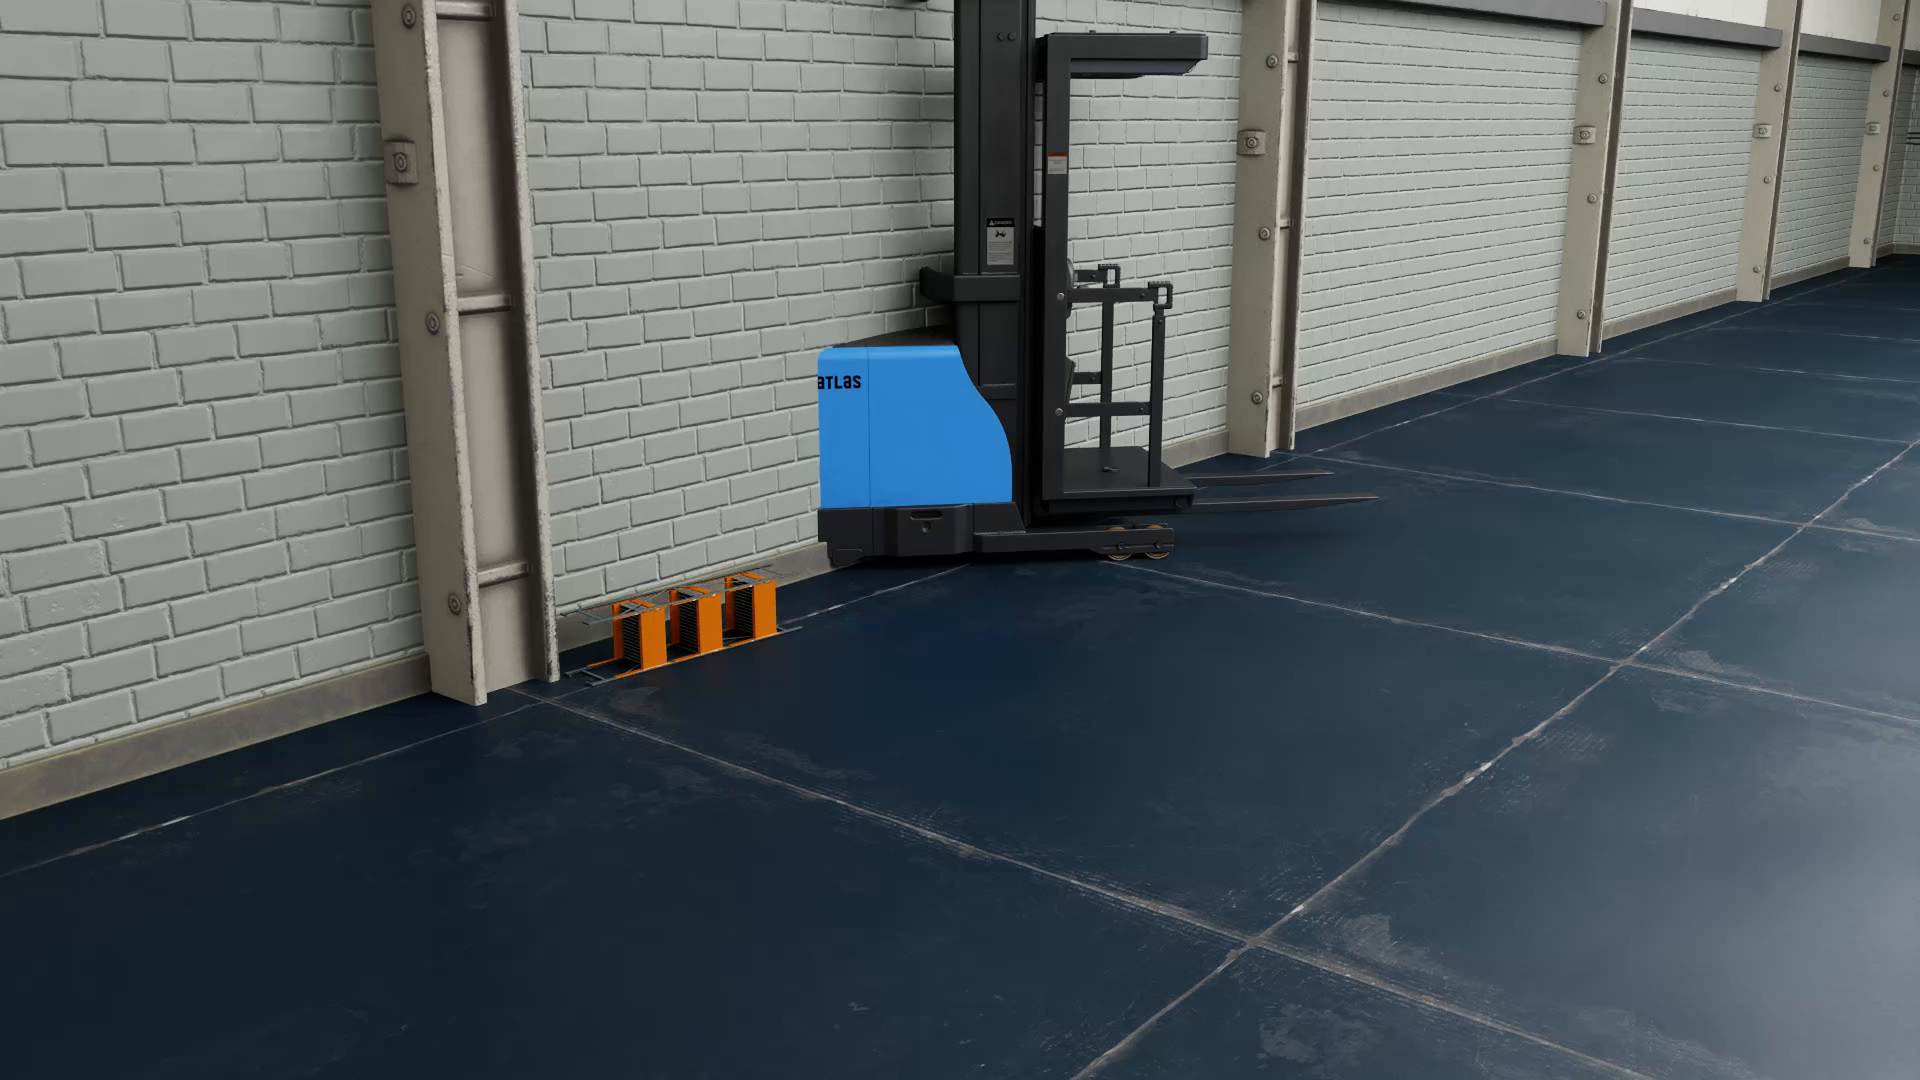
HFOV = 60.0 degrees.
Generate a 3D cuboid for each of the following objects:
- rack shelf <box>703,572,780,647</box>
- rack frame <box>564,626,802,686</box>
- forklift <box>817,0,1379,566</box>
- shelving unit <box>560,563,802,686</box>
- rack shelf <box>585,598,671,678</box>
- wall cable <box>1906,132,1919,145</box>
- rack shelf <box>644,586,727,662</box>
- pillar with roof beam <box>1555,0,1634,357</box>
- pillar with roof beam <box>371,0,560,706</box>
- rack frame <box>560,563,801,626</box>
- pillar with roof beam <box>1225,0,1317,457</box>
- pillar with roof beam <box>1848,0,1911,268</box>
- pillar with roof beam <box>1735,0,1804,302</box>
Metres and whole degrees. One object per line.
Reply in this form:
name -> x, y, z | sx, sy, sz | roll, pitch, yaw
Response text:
rack shelf -> -0.924, 0.284, 6.981 | 0.215, 0.240, 0.259 | 14, 20, 43
rack frame -> -1.116, 0.450, 6.823 | 0.200, 0.008, 1.050 | 14, 20, 43
forklift -> 0.616, -1.445, 8.360 | 3.031, 2.935, 1.130 | -2, 14, -9
shelving unit -> -1.116, 0.332, 6.793 | 0.215, 0.252, 1.050 | 14, 20, 43
rack shelf -> -1.319, 0.382, 6.594 | 0.215, 0.240, 0.259 | 14, 20, 43
wall cable -> 16.164, -7.256, 25.214 | 3.097, 2.526, 0.112 | 11, 18, 38
rack shelf -> -1.124, 0.333, 6.786 | 0.215, 0.240, 0.259 | 14, 20, 43
pillar with roof beam -> 9.091, -5.437, 11.748 | 9.100, 9.000, 0.400 | 11, 18, 38
pillar with roof beam -> 1.549, -3.139, 2.701 | 9.100, 9.000, 0.400 | 11, 18, 38
rack frame -> -1.116, 0.213, 6.763 | 0.200, 0.008, 1.050 | 14, 20, 43
pillar with roof beam -> 5.320, -4.288, 7.224 | 9.100, 9.000, 0.400 | 11, 18, 38
pillar with roof beam -> 16.633, -7.735, 20.794 | 9.100, 9.000, 0.400 | 11, 18, 38
pillar with roof beam -> 12.862, -6.586, 16.271 | 9.100, 9.000, 0.400 | 11, 18, 38
